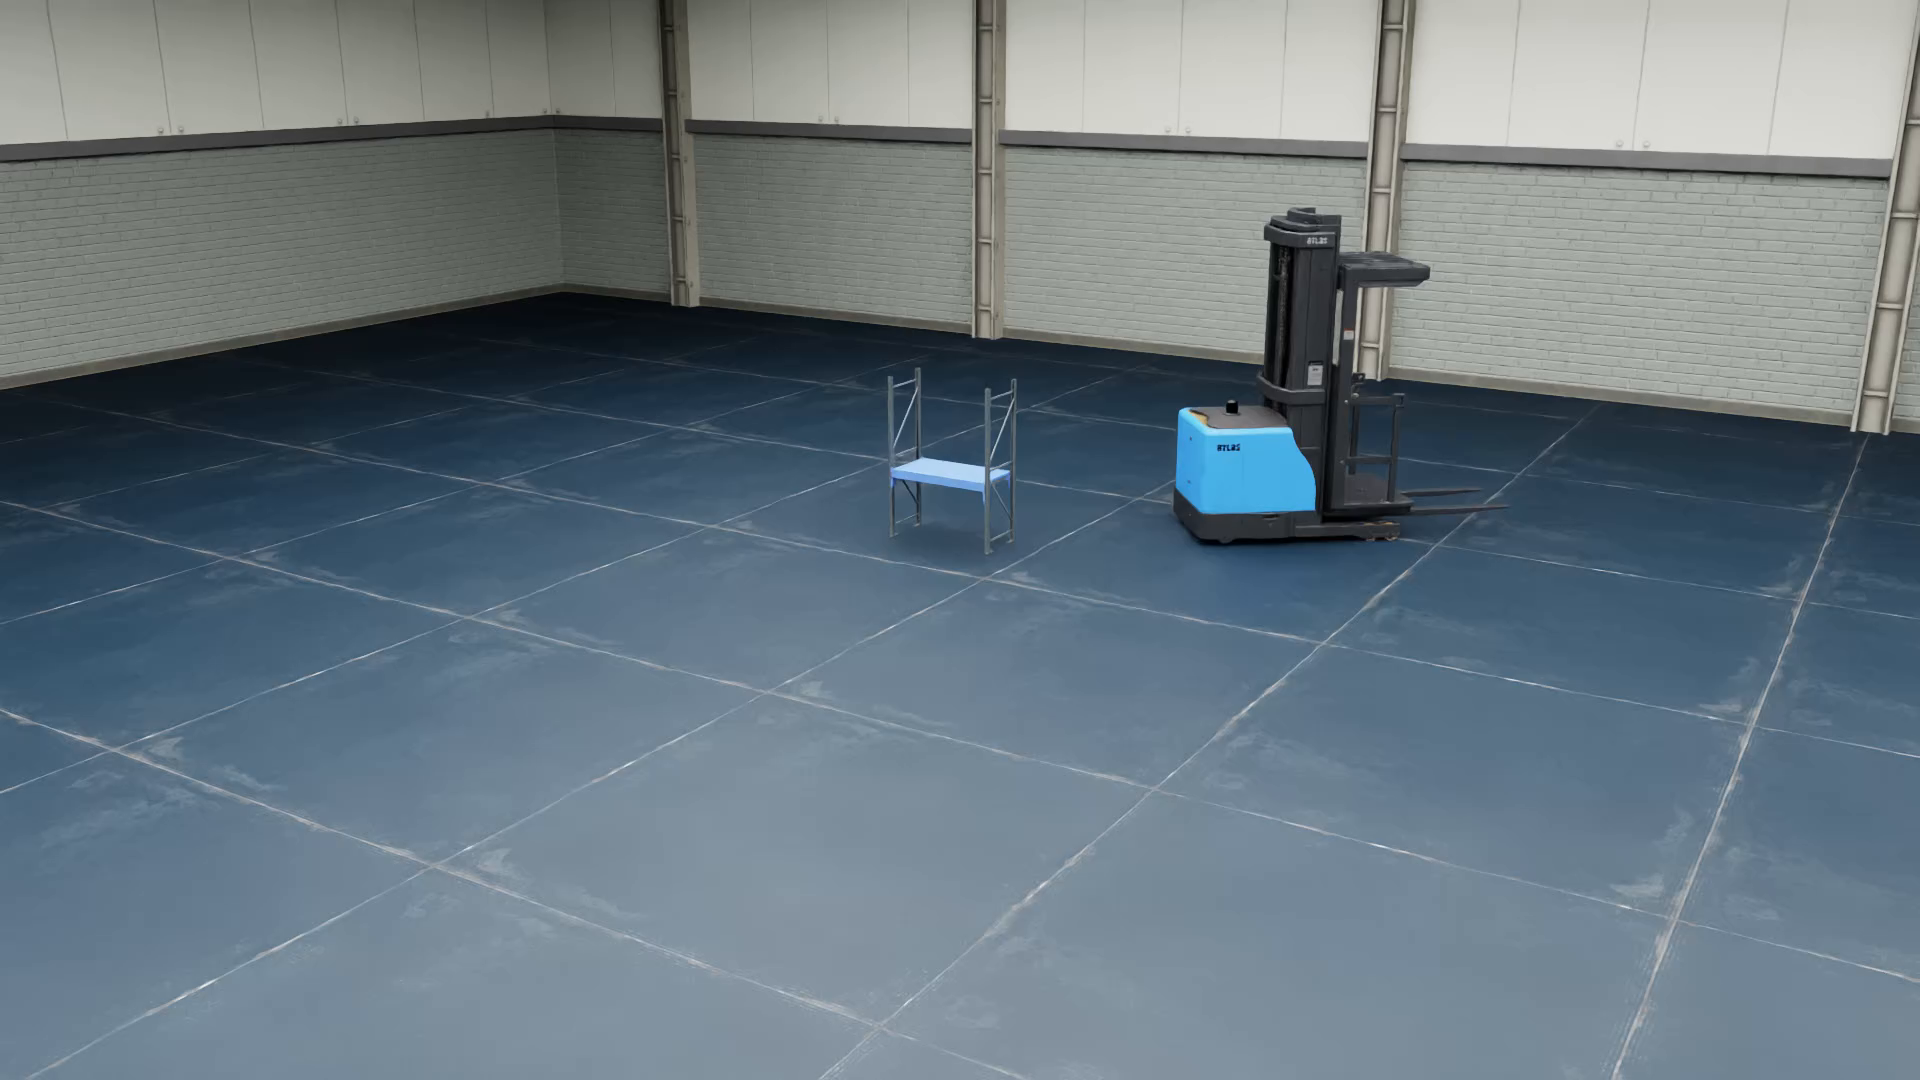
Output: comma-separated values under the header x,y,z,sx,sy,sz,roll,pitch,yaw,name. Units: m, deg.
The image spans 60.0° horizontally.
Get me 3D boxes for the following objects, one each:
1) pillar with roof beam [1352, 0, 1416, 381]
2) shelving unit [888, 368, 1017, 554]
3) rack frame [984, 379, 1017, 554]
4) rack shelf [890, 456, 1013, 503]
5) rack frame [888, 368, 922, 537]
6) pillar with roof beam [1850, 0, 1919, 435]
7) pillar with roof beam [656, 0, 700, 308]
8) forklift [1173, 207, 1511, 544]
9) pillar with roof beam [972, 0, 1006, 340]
x,y,z,sx,sy,sz,roll,pitch,yaw,name
3.284,-5.430,17.643,0.400,9.000,9.100,10,20,30,pillar with roof beam
-0.073,-0.731,15.075,1.048,1.500,0.538,10,20,30,shelving unit
0.360,-0.653,14.820,0.032,1.500,0.500,10,20,30,rack frame
-0.073,-0.558,15.127,1.000,0.185,0.538,10,20,30,rack shelf
-0.506,-0.808,15.329,0.032,1.500,0.500,10,20,30,rack frame
8.396,-4.517,14.638,0.400,9.000,9.100,10,20,30,pillar with roof beam
-6.942,-7.255,23.652,0.400,9.000,9.100,10,20,30,pillar with roof beam
3.599,-1.542,15.283,3.031,2.935,1.130,-2,17,-7,forklift
-1.829,-6.343,20.647,0.400,9.000,9.100,10,20,30,pillar with roof beam
